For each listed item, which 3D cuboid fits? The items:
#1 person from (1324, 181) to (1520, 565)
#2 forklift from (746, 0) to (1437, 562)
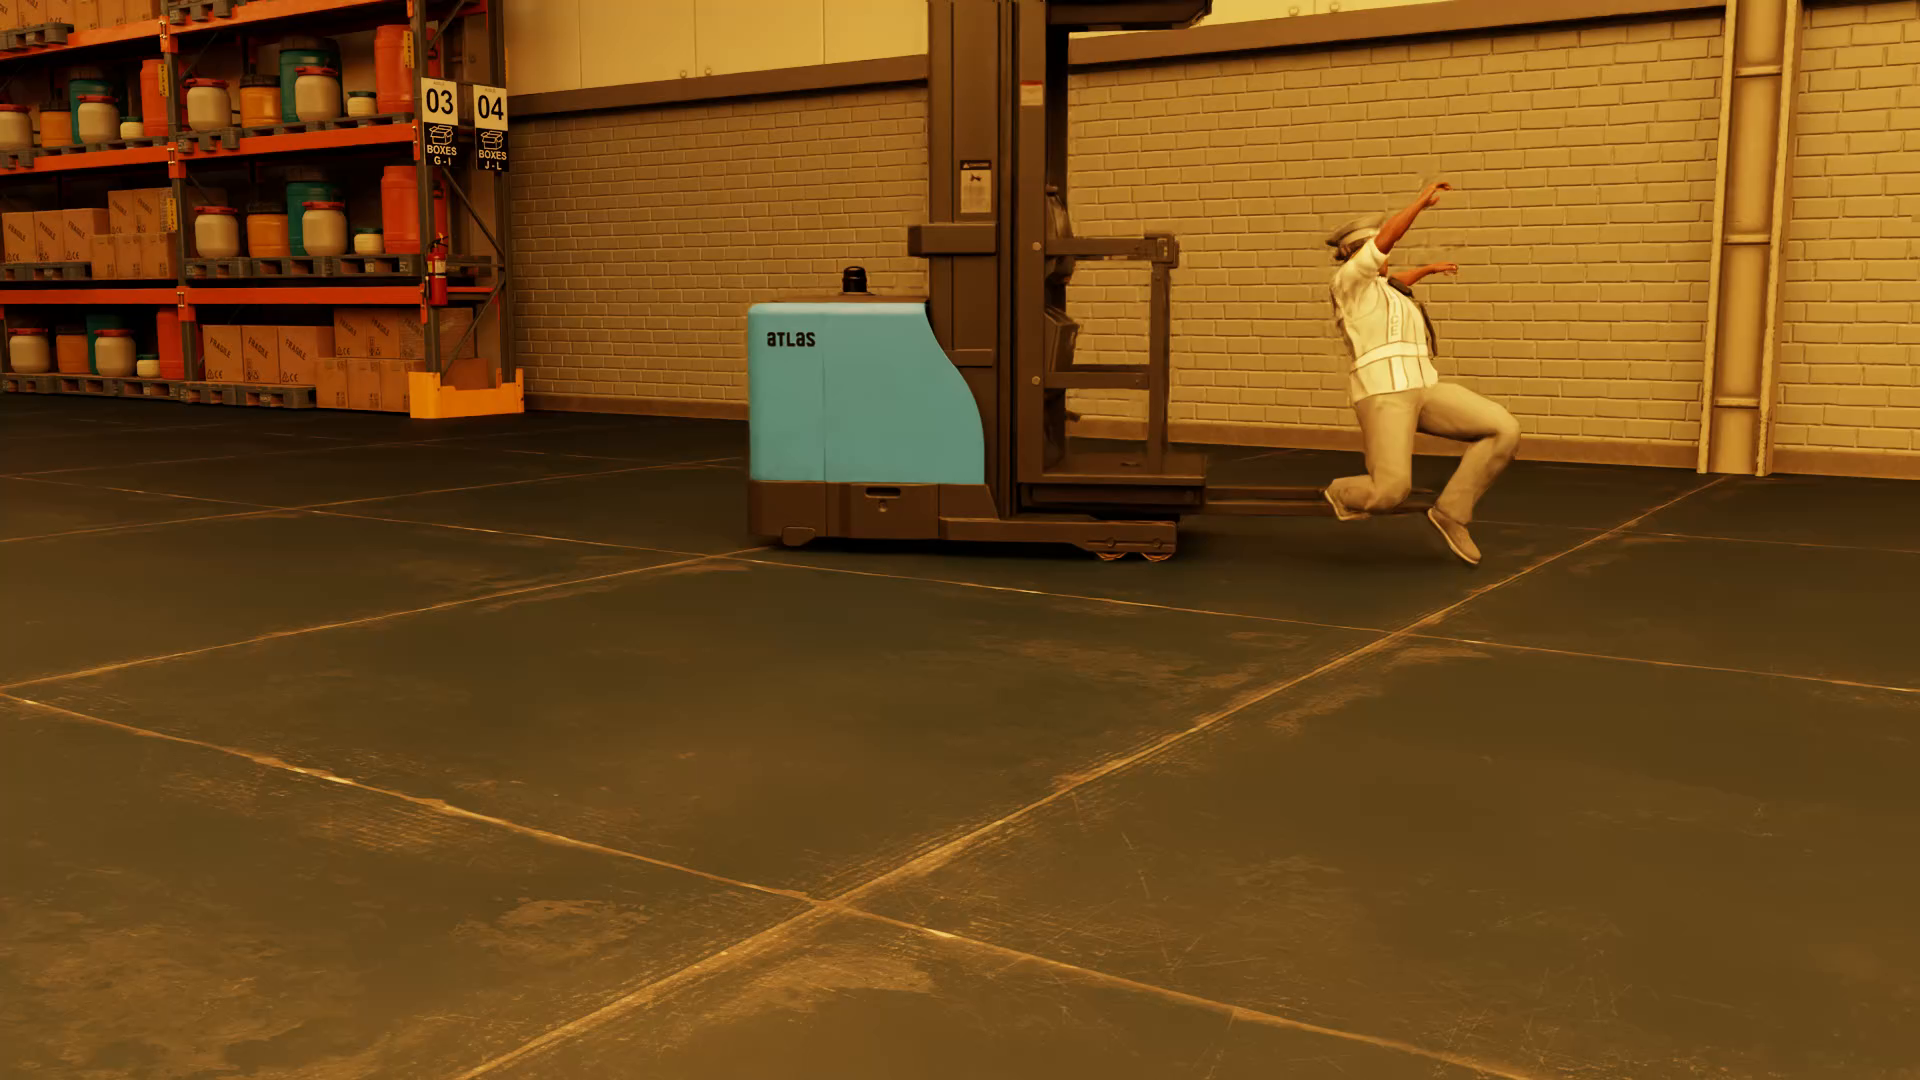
[{"bbox_3d":[1.997,-0.694,6.926,1.031,1.544,0.815,-8,11,-43],"label":"person"},{"bbox_3d":[0.626,-1.441,7.325,3.031,2.935,1.130,1,8,8],"label":"forklift"}]
